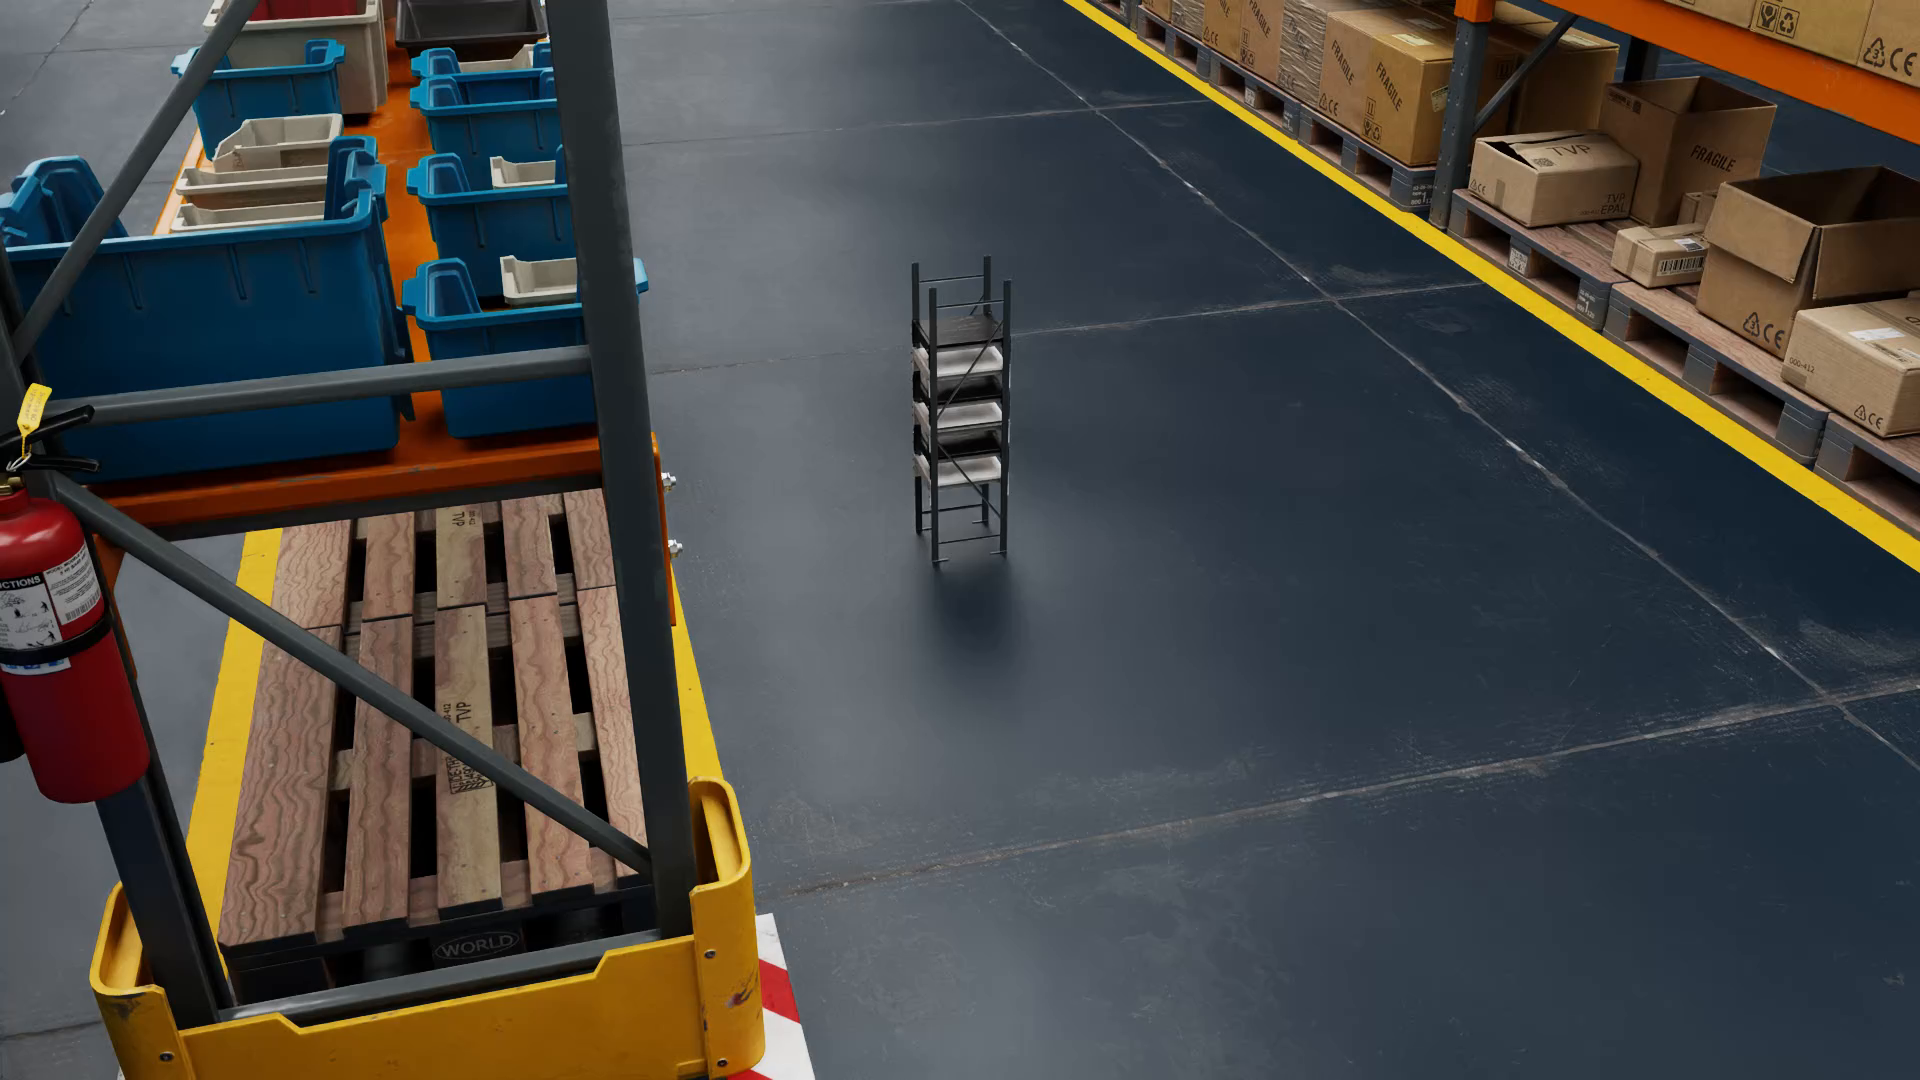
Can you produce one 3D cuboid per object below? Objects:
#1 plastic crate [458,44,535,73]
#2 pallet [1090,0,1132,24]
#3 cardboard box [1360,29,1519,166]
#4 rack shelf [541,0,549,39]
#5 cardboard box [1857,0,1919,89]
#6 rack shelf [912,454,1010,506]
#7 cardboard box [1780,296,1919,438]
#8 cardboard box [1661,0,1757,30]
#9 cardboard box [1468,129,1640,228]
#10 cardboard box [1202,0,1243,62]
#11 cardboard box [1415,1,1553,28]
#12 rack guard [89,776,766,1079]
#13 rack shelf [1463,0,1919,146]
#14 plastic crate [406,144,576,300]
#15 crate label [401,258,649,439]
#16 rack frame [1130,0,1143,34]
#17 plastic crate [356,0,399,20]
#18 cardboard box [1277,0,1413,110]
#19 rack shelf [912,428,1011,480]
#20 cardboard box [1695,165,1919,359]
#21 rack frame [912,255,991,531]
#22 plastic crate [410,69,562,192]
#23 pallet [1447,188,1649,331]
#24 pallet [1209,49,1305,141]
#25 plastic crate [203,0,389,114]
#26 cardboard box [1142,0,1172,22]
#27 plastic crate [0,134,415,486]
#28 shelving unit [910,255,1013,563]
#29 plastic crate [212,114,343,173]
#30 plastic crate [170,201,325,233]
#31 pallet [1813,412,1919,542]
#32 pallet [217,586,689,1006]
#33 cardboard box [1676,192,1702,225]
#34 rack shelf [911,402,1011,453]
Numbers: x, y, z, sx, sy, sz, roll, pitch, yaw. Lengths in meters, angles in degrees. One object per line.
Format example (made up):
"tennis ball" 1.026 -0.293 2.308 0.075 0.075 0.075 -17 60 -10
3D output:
"plastic crate" -1.325 -1.281 4.672 0.293 0.136 0.466 -8 31 -13
"pallet" 1.457 -3.955 11.872 1.003 0.211 1.213 -8 31 -13
"cardboard box" 2.293 -2.136 8.001 0.500 0.500 0.500 -8 31 -14
"rack shelf" -2.608 -2.825 7.854 1.077 0.370 4.000 -8 31 -13
"cardboard box" 3.112 -1.610 4.938 0.500 0.500 0.500 -8 31 -13
"rack shelf" 0.002 -0.201 5.125 0.258 0.077 0.200 -8 31 -13
"cardboard box" 3.157 -0.588 5.577 0.500 0.250 0.500 -8 31 -13
"cardboard box" 2.842 -2.099 5.782 0.500 0.500 0.500 -8 31 -14
"cardboard box" 2.603 -1.622 7.303 0.500 0.311 0.500 -8 31 -13
"cardboard box" 1.756 -3.114 9.693 0.500 0.500 0.500 -8 31 -14
"cardboard box" 2.654 -2.458 8.558 0.500 0.500 0.500 -7 31 -13
"rack guard" -0.996 0.854 3.276 1.175 0.500 0.348 -8 31 -13
"rack shelf" 3.231 -1.550 5.651 1.077 0.370 4.000 -8 31 -13
"plastic crate" -0.938 -0.673 3.525 0.416 0.233 0.300 -8 31 -13
"crate label" -0.763 -0.355 2.976 0.416 0.233 0.303 -8 31 -13
"rack frame" 1.638 -4.759 10.477 1.000 3.000 0.127 -8 31 -13
"plastic crate" -2.091 -1.838 5.635 0.396 0.136 0.243 -8 31 -13
"cardboard box" 2.037 -2.618 8.834 0.500 0.500 0.500 -7 31 -13
"rack shelf" 0.002 -0.279 5.080 0.258 0.077 0.200 -8 31 -13
"cardboard box" 3.204 -1.030 6.088 0.797 0.503 0.637 -8 31 -13
"rack frame" -0.025 -0.435 5.103 0.240 0.900 0.006 -8 31 -13
"plastic crate" -1.113 -0.991 4.074 0.416 0.233 0.300 -8 31 -13
"pallet" 2.881 -1.288 7.265 1.003 0.211 1.213 -8 31 -13
"pallet" 2.120 -2.598 9.528 1.003 0.211 1.213 -8 31 -13
"plastic crate" -1.849 -1.383 4.703 0.437 0.282 0.530 -8 31 -13
"cardboard box" 1.484 -3.609 10.548 0.500 0.500 0.500 -7 31 -11
"plastic crate" -1.284 -0.416 2.880 0.616 0.435 0.499 -8 31 -13
"shelving unit" 0.002 -0.386 5.018 0.258 0.900 0.210 -8 31 -13
"plastic crate" -1.663 -0.933 4.072 0.298 0.136 0.250 -8 31 -13
"plastic crate" -1.469 -0.662 3.602 0.396 0.136 0.243 -8 31 -13
"pallet" 3.529 -0.110 5.229 1.003 0.211 1.213 -8 31 -13
"pallet" -1.196 0.565 4.063 1.003 0.211 1.213 -8 31 -13
"cardboard box" 3.282 -1.373 7.034 0.380 0.149 0.250 -8 31 -13
"rack shelf" 0.002 -0.357 5.034 0.258 0.077 0.200 -8 31 -13
